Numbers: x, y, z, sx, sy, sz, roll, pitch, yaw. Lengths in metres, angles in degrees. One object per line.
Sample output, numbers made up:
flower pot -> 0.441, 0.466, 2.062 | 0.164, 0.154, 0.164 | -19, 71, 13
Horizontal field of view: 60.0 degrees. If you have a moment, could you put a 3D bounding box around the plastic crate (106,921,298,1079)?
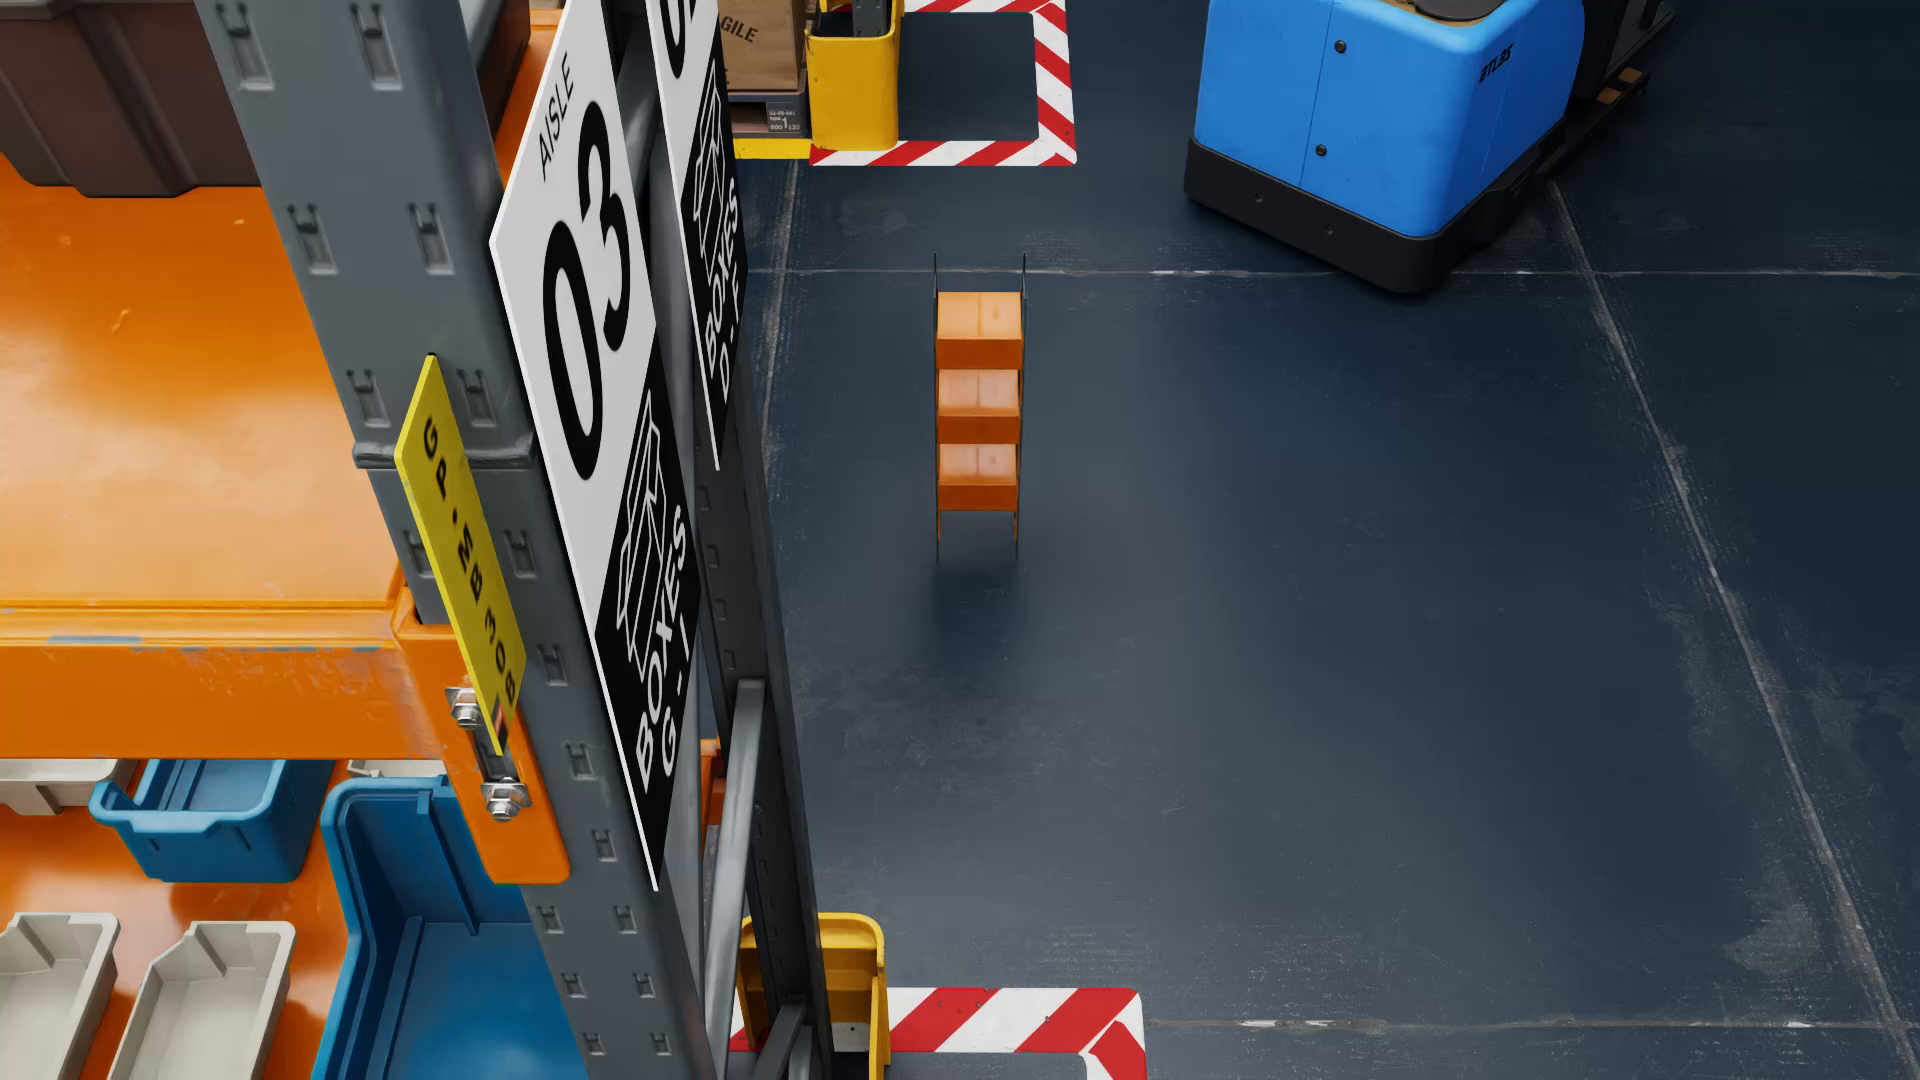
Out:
plastic crate -> -1.186, 0.805, 2.591 | 0.243, 0.136, 0.396 | 0, 47, 0

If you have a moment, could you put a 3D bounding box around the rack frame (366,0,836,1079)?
rack frame -> -0.370, 0.605, 2.638 | 0.127, 3.000, 1.000 | 0, 47, 0

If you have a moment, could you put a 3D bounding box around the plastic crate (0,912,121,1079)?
plastic crate -> -1.476, 0.793, 2.602 | 0.243, 0.136, 0.396 | 0, 47, 0

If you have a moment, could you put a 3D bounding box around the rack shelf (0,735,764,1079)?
rack shelf -> -2.370, 0.845, 2.906 | 4.000, 0.370, 1.077 | 0, 47, 0

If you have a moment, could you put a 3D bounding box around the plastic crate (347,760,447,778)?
plastic crate -> -0.936, 0.371, 2.994 | 0.298, 0.136, 0.250 | 0, 47, 0

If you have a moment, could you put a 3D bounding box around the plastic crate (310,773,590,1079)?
plastic crate -> -0.705, 0.708, 2.476 | 0.499, 0.435, 0.616 | 0, 47, 0

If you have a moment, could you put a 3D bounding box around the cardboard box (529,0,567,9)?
cardboard box -> -1.842, -2.080, 6.714 | 0.500, 0.250, 0.500 | 0, 47, 0

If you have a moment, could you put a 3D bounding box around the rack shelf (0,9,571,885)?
rack shelf -> -2.370, -0.177, 1.808 | 4.000, 0.370, 1.077 | 0, 47, 0

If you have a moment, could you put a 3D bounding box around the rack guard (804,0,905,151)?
rack guard -> -0.424, -2.169, 6.928 | 0.348, 0.500, 1.175 | 0, 47, 0

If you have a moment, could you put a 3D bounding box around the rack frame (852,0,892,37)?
rack frame -> -0.348, -3.021, 6.013 | 0.127, 3.000, 1.000 | 0, 47, 0

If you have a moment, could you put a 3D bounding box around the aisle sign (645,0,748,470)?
aisle sign -> -0.297, -0.498, 1.888 | 0.004, 0.787, 0.394 | 0, 47, 0

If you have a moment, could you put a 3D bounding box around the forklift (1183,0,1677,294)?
forklift -> 2.199, -2.894, 5.941 | 1.130, 2.935, 3.031 | 32, 55, 26

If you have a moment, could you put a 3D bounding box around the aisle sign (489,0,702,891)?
aisle sign -> -0.299, -0.066, 1.486 | 0.004, 0.787, 0.394 | 0, 47, 0

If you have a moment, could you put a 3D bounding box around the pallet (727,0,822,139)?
pallet -> -1.221, -2.072, 7.035 | 1.213, 0.211, 1.003 | 0, 47, 0

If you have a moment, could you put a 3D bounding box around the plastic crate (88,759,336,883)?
plastic crate -> -1.274, 0.398, 2.904 | 0.300, 0.233, 0.416 | 0, 47, 0

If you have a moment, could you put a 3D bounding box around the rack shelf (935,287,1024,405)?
rack shelf -> 0.054, -0.544, 4.666 | 0.240, 0.259, 0.215 | 0, 47, 0

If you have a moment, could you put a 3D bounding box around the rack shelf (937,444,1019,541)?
rack shelf -> 0.054, -0.161, 5.077 | 0.240, 0.259, 0.215 | 0, 47, 0

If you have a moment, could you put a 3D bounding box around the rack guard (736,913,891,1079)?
rack guard -> -0.346, 1.447, 3.562 | 0.348, 0.500, 1.175 | 0, 47, 0

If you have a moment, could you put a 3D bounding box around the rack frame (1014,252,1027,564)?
rack frame -> 0.176, -0.357, 4.865 | 0.008, 1.050, 0.200 | 0, 47, 0

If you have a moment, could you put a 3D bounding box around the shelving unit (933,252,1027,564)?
shelving unit -> 0.054, -0.358, 4.866 | 0.252, 1.050, 0.215 | 0, 47, 0

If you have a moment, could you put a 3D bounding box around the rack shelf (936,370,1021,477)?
rack shelf -> 0.054, -0.350, 4.873 | 0.240, 0.259, 0.215 | 0, 47, 0

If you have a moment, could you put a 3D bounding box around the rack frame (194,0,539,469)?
rack frame -> -0.370, -1.439, 0.442 | 0.127, 3.000, 1.000 | 0, 47, 0

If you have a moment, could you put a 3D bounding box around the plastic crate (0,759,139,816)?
plastic crate -> -1.614, 0.369, 2.996 | 0.298, 0.136, 0.250 | 0, 47, 0

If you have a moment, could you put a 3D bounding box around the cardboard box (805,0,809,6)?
cardboard box -> -0.765, -2.452, 7.130 | 0.250, 0.149, 0.380 | 0, 47, 0

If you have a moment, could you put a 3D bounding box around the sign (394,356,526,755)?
sign -> -0.356, 0.021, 1.203 | 0.005, 0.325, 0.100 | 0, 47, 0

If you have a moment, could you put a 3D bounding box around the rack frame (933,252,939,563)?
rack frame -> -0.068, -0.358, 4.866 | 0.008, 1.050, 0.200 | 0, 47, 0

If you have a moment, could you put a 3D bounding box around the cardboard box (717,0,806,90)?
cardboard box -> -0.892, -2.140, 6.600 | 0.500, 0.500, 0.500 | 0, 47, 0

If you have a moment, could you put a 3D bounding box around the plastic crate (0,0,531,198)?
plastic crate -> -0.754, -0.578, 1.779 | 0.590, 0.269, 0.497 | 0, 47, 0
